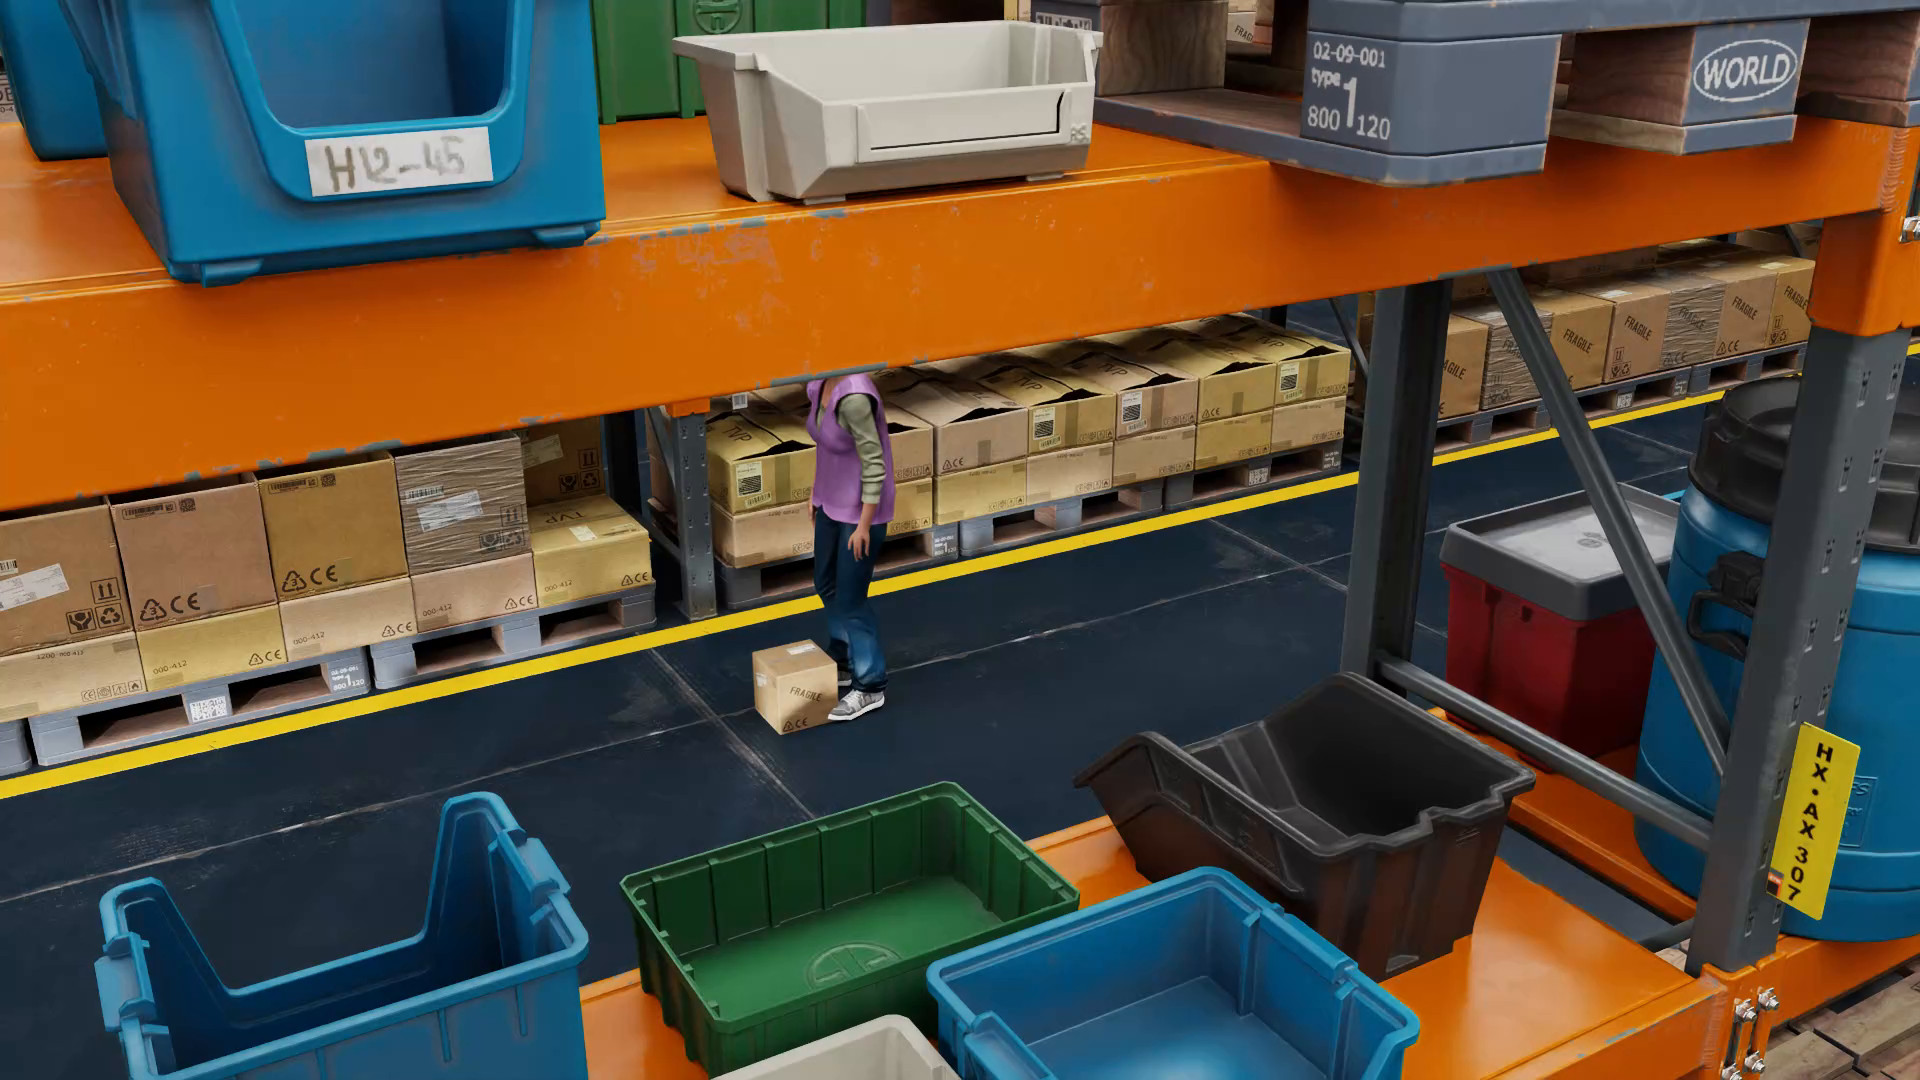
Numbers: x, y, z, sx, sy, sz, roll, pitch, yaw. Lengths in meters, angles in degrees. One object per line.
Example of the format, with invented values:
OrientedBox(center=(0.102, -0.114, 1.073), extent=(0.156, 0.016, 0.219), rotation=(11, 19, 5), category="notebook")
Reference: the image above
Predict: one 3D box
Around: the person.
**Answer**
OrientedBox(center=(-0.433, -0.097, 6.343), extent=(0.343, 1.593, 0.463), rotation=(-12, 25, -27), category="person")
